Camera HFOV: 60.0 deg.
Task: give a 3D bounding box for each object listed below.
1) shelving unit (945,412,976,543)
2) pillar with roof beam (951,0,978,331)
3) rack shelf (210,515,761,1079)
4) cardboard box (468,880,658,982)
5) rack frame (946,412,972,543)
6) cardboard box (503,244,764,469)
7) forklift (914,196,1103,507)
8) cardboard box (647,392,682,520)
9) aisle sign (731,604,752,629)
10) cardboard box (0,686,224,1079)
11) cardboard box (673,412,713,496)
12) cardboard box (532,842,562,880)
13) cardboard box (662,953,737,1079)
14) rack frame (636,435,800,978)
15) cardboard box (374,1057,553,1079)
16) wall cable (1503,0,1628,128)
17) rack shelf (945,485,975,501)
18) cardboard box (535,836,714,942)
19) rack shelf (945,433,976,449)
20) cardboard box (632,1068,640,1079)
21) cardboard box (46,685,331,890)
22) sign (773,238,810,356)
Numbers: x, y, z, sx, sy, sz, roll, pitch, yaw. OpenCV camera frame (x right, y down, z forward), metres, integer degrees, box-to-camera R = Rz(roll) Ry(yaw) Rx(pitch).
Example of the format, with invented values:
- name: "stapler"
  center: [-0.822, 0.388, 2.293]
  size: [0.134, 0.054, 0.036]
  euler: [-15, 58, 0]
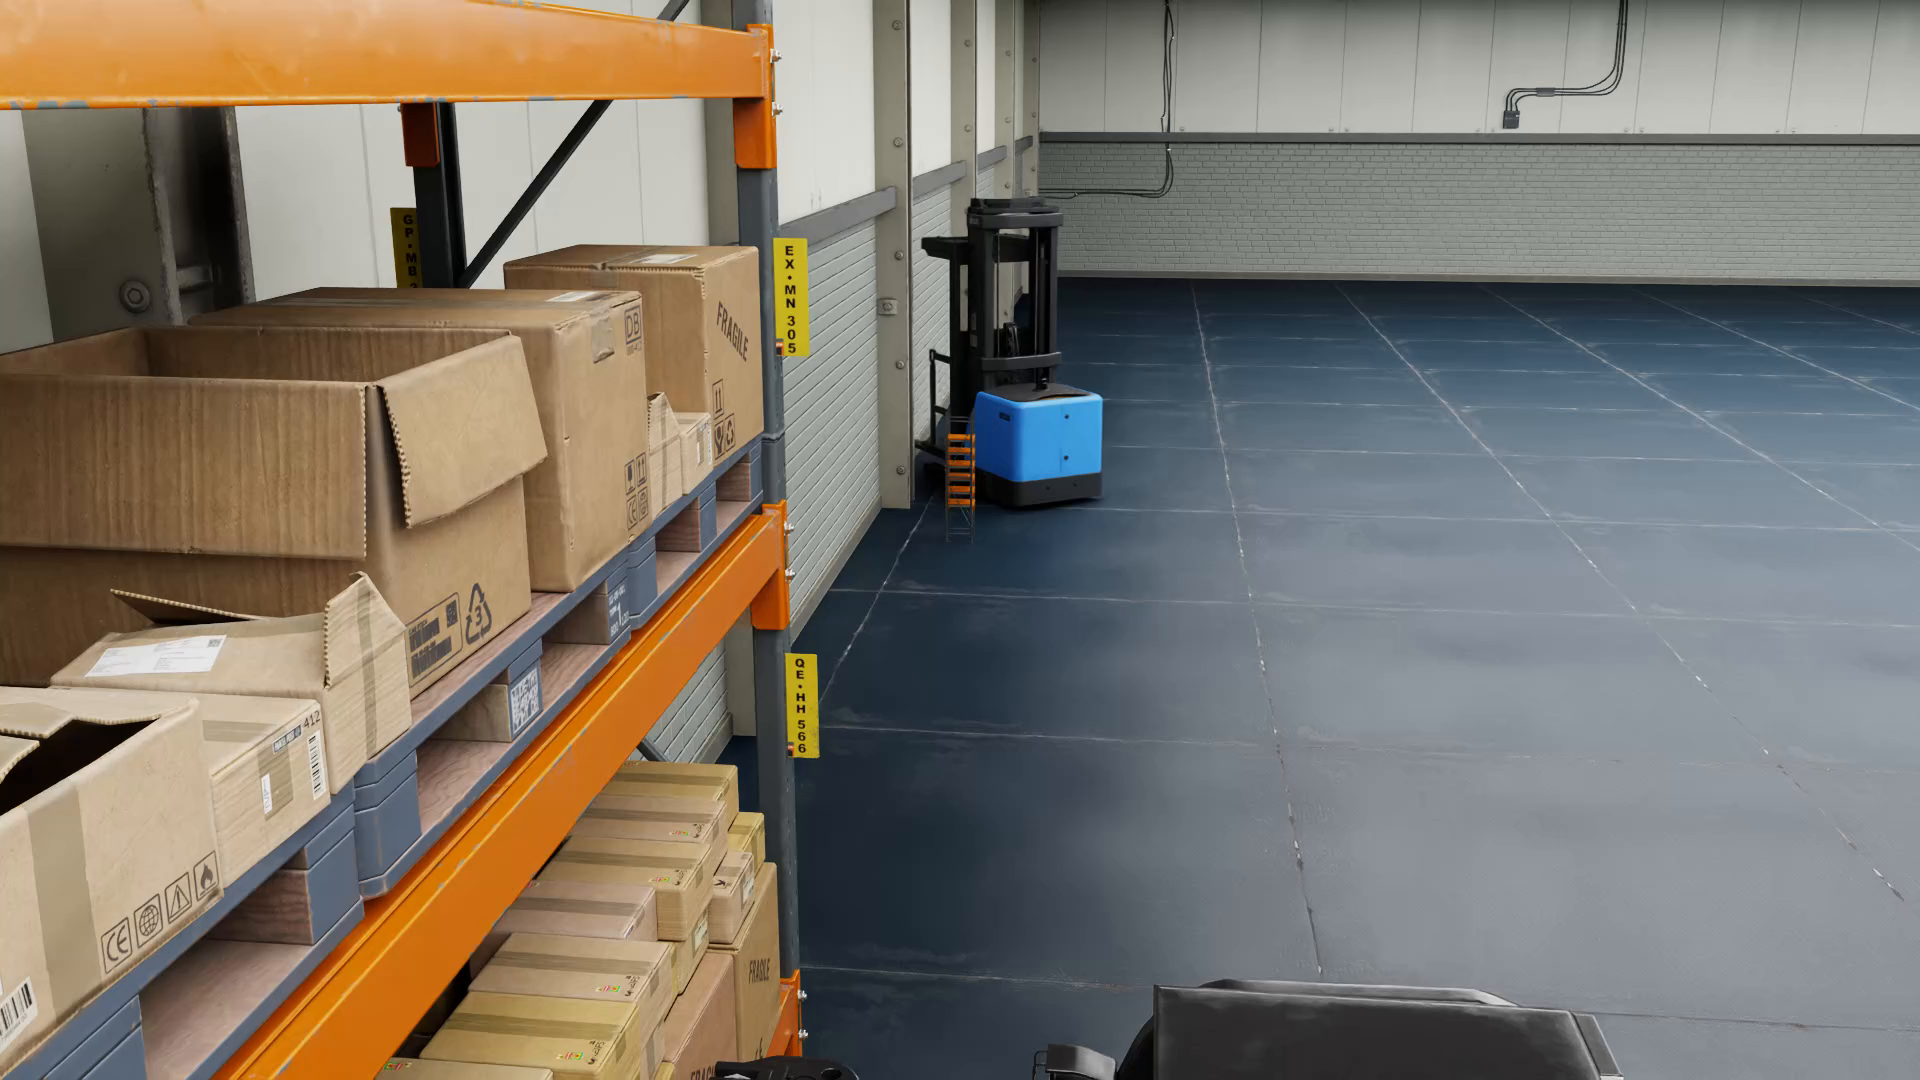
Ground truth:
- name: "shelving unit"
  center: [1.505, 2.026, 4.223]
  size: [5.752, 1.800, 21.905]
  euler: [2, 15, 6]
- name: "pillar with roof beam"
  center: [4.327, -6.138, 20.621]
  size: [9.100, 9.000, 0.400]
  euler: [2, 15, 6]
- name: "rack shelf"
  center: [-1.233, 0.435, 2.927]
  size: [0.919, 0.052, 3.809]
  euler: [2, 15, 6]
- name: "cardboard box"
  center: [-0.940, 0.936, 3.951]
  size: [0.380, 0.149, 0.250]
  euler: [2, 15, 7]
- name: "rack frame"
  center: [-0.009, -0.559, 14.932]
  size: [0.240, 1.200, 0.006]
  euler: [2, 15, 6]
- name: "cardboard box"
  center: [-0.815, -0.479, 4.255]
  size: [0.500, 0.500, 0.500]
  euler: [2, 15, 8]
- name: "forklift"
  center: [11.593, 2.522, 0.222]
  size: [8.343, 2.935, 44.761]
  euler: [-8, 17, -27]
- name: "cardboard box"
  center: [-0.828, -0.199, 3.665]
  size: [0.396, 0.266, 0.258]
  euler: [2, 15, 6]
- name: "aisle sign"
  center: [-0.708, -0.118, 4.870]
  size: [0.394, 0.787, 0.004]
  euler: [2, 15, 6]
- name: "cardboard box"
  center: [-1.123, 0.319, 1.665]
  size: [0.500, 0.311, 0.500]
  euler: [2, 15, 7]
- name: "cardboard box"
  center: [-0.799, -0.208, 3.924]
  size: [0.380, 0.149, 0.250]
  euler: [1, 15, 5]
- name: "cardboard box"
  center: [-1.268, 0.931, 4.540]
  size: [0.380, 0.149, 0.250]
  euler: [2, 15, 6]
- name: "cardboard box"
  center: [-0.870, 1.367, 4.168]
  size: [0.500, 0.500, 0.500]
  euler: [2, 15, 8]
- name: "rack frame"
  center: [-1.008, 1.146, 5.178]
  size: [1.000, 3.000, 0.127]
  euler: [2, 15, 6]
- name: "cardboard box"
  center: [-1.006, 1.138, 3.203]
  size: [0.380, 0.149, 0.250]
  euler: [2, 15, 7]
- name: "wall cable"
  center: [12.481, -11.460, 33.789]
  size: [2.305, 6.003, 0.169]
  euler: [2, 15, 6]
- name: "rack shelf"
  center: [0.002, -0.424, 15.062]
  size: [0.258, 0.103, 0.180]
  euler: [2, 15, 6]
- name: "cardboard box"
  center: [-0.838, 0.873, 4.181]
  size: [0.380, 0.149, 0.250]
  euler: [2, 15, 8]
- name: "rack shelf"
  center: [0.002, -0.888, 14.937]
  size: [0.258, 0.103, 0.180]
  euler: [2, 15, 6]
- name: "cardboard box"
  center: [-0.889, 1.216, 3.484]
  size: [0.380, 0.149, 0.250]
  euler: [2, 15, 7]
- name: "cardboard box"
  center: [-1.020, 0.299, 2.049]
  size: [0.380, 0.149, 0.250]
  euler: [2, 15, 8]
- name: "sign"
  center: [-0.470, -0.672, 4.609]
  size: [0.100, 0.325, 0.005]
  euler: [2, 15, 6]
